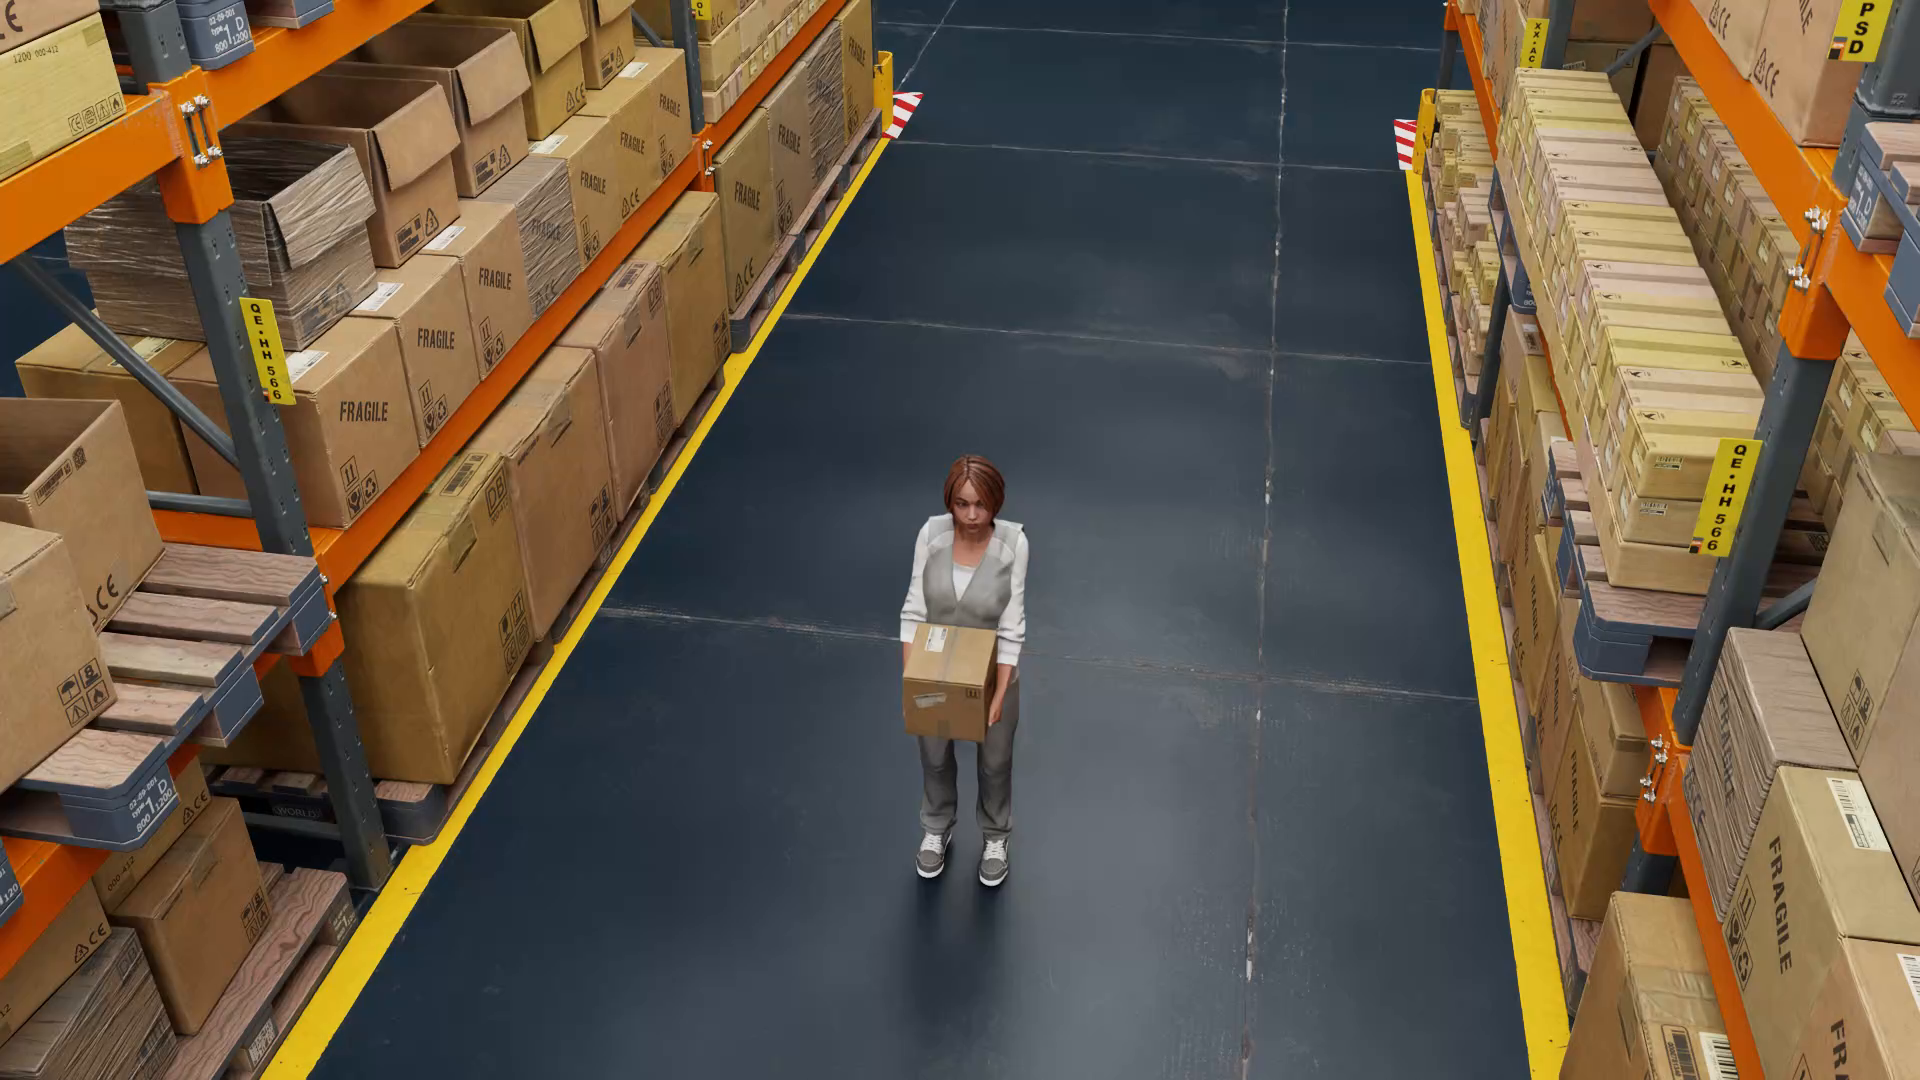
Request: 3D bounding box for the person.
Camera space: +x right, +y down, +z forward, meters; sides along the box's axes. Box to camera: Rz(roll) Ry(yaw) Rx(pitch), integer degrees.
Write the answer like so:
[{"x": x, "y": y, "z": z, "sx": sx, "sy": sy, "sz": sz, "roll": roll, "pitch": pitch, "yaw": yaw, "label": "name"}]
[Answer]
[{"x": 0.006, "y": 0.488, "z": 5.396, "sx": 0.380, "sy": 1.596, "sz": 0.495, "roll": 6, "pitch": 33, "yaw": 9, "label": "person"}]
